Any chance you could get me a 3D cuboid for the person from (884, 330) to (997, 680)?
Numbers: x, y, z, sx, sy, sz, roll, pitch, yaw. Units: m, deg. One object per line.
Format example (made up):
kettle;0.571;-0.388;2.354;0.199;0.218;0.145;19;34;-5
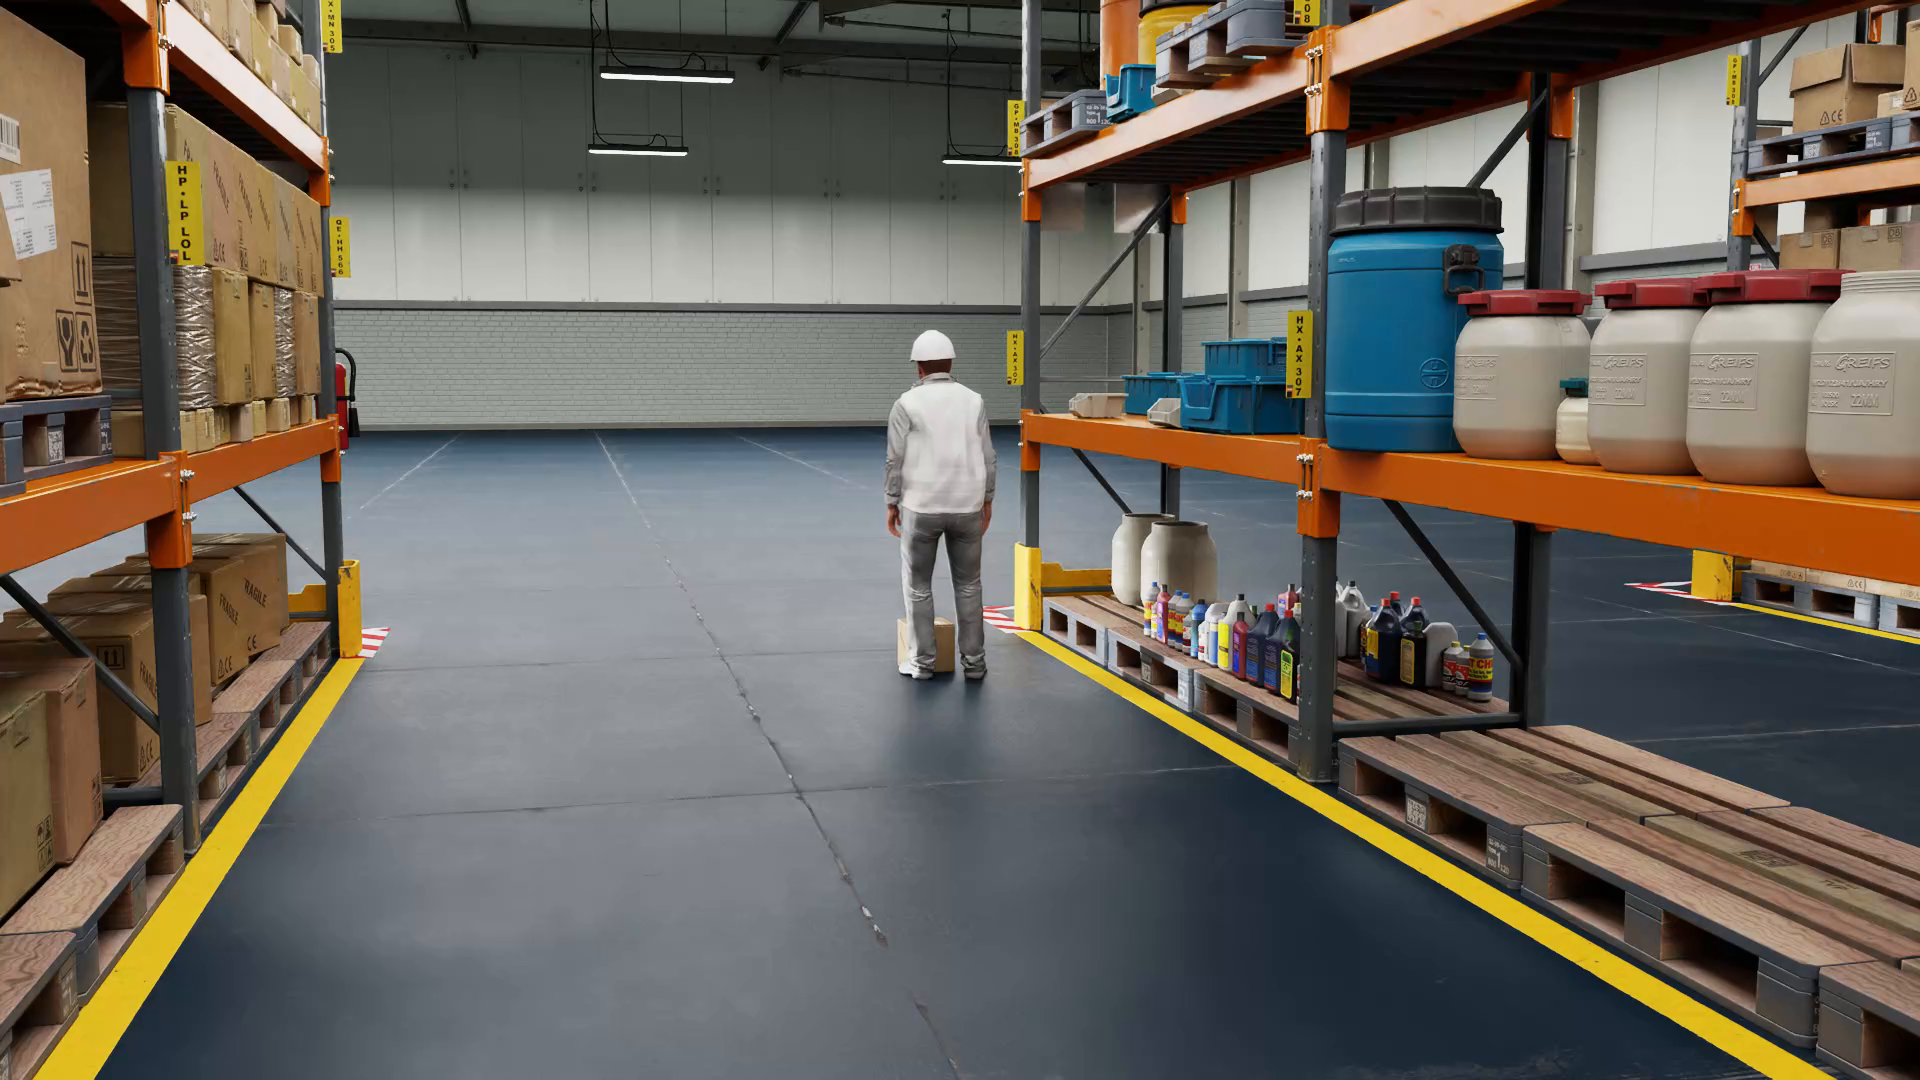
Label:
person;-0.104;-0.175;8.465;0.581;1.771;0.472;-2;6;-16
